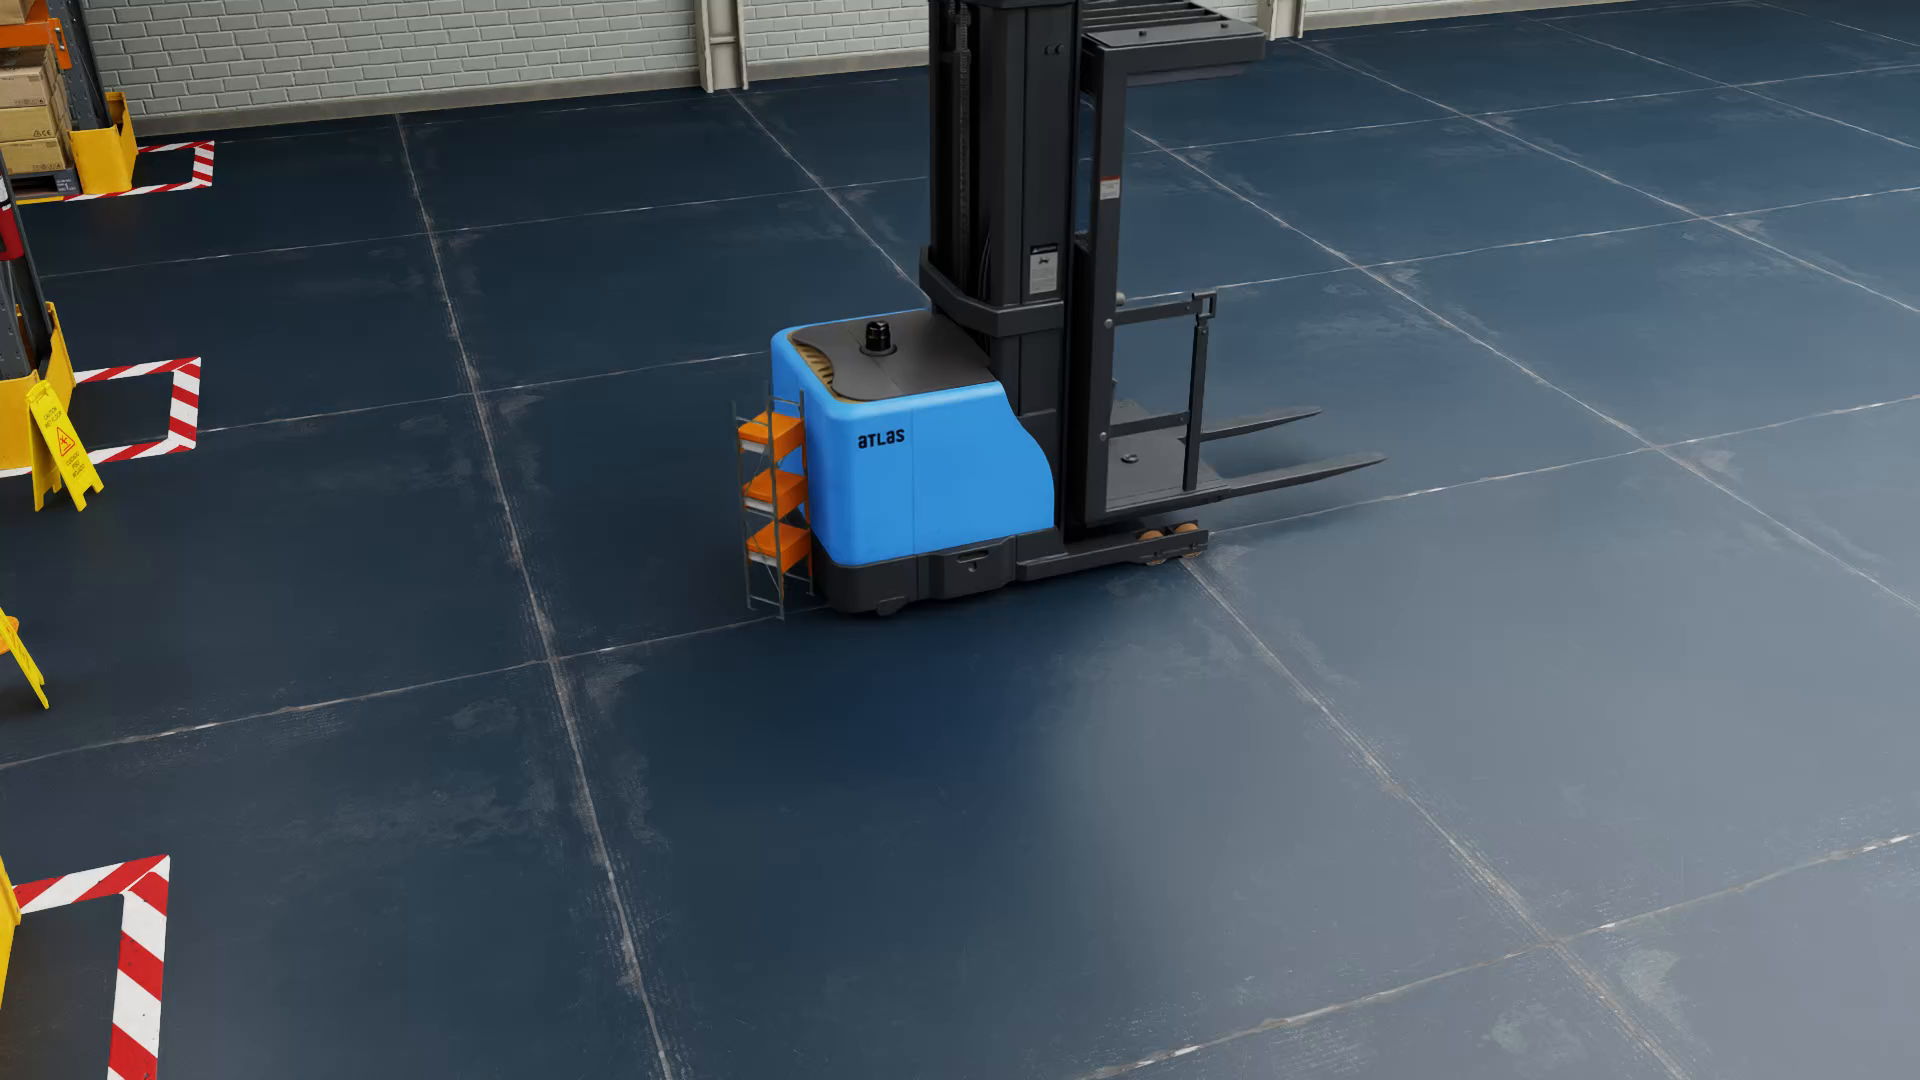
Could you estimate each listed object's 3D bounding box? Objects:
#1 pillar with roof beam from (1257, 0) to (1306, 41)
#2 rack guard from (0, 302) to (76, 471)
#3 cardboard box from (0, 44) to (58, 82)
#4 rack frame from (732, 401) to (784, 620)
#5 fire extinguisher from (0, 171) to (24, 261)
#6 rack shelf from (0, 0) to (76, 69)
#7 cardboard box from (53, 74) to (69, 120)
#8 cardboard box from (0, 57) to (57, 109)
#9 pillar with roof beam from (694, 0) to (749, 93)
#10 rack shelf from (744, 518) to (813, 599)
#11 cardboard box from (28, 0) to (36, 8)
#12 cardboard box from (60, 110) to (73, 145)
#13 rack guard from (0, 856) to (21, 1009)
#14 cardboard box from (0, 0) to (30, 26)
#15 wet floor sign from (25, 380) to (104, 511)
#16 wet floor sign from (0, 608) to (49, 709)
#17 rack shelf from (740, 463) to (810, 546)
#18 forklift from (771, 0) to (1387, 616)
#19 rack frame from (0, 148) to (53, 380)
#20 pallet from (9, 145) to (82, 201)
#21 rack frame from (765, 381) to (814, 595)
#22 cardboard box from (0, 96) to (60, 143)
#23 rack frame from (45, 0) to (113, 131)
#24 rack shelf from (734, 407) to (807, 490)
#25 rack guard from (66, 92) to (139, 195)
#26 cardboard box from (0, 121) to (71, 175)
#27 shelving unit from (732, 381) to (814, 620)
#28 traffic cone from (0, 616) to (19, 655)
[{"bbox_3d":[4.883,-7.259,11.900,0.400,9.000,9.100,-10,31,-18],"label":"pillar with roof beam"},{"bbox_3d":[-5.235,-0.878,9.287,0.348,0.500,1.175,-10,31,-18],"label":"rack guard"},{"bbox_3d":[-7.415,-3.707,13.070,0.500,0.250,0.500,-11,31,-18],"label":"cardboard box"},{"bbox_3d":[-0.894,-0.118,7.394,0.200,1.050,0.008,15,33,25],"label":"rack frame"},{"bbox_3d":[-4.896,-1.750,8.370,0.183,0.674,0.296,-10,31,-18],"label":"fire extinguisher"},{"bbox_3d":[-8.773,-3.622,12.304,4.000,0.370,1.077,-10,31,-18],"label":"rack shelf"},{"bbox_3d":[-7.411,-3.500,13.212,0.500,0.250,0.500,-10,31,-17],"label":"cardboard box"},{"bbox_3d":[-7.221,-3.478,12.668,0.500,0.250,0.500,-9,31,-16],"label":"cardboard box"},{"bbox_3d":[-0.741,-6.223,10.082,0.400,9.000,9.100,-10,31,-18],"label":"pillar with roof beam"},{"bbox_3d":[-0.834,0.081,7.629,0.215,0.259,0.240,15,33,25],"label":"rack shelf"},{"bbox_3d":[-7.459,-4.367,12.783,0.500,0.500,0.500,-9,31,-16],"label":"cardboard box"},{"bbox_3d":[-7.427,-3.274,13.319,0.500,0.250,0.500,-10,31,-17],"label":"cardboard box"},{"bbox_3d":[-3.321,1.383,5.317,0.348,0.500,1.175,-10,31,-18],"label":"rack guard"},{"bbox_3d":[-7.268,-4.117,12.344,0.500,0.500,0.500,-11,32,-19],"label":"cardboard box"},{"bbox_3d":[-4.613,-0.491,8.460,0.232,0.644,0.267,0,30,0],"label":"wet floor sign"},{"bbox_3d":[-4.007,0.401,6.895,0.232,0.644,0.267,-16,33,-26],"label":"wet floor sign"},{"bbox_3d":[-0.834,-0.161,7.492,0.215,0.259,0.240,15,33,25],"label":"rack shelf"},{"bbox_3d":[0.668,-1.381,7.713,3.031,2.935,1.130,-11,32,-19],"label":"forklift"},{"bbox_3d":[-5.164,-1.978,8.691,0.127,3.000,1.000,-10,31,-18],"label":"rack frame"},{"bbox_3d":[-7.600,-2.917,13.157,1.213,0.211,1.003,-10,31,-18],"label":"pallet"},{"bbox_3d":[-0.775,-0.223,7.579,0.200,1.050,0.008,15,33,25],"label":"rack frame"},{"bbox_3d":[-7.245,-3.256,12.783,0.500,0.250,0.500,-11,31,-18],"label":"cardboard box"},{"bbox_3d":[-6.898,-4.280,12.732,0.127,3.000,1.000,-10,31,-18],"label":"rack frame"},{"bbox_3d":[-0.835,-0.408,7.352,0.215,0.259,0.240,15,33,25],"label":"rack shelf"},{"bbox_3d":[-6.876,-3.198,13.358,0.348,0.500,1.175,-10,31,-18],"label":"rack guard"},{"bbox_3d":[-7.229,-3.040,12.909,0.500,0.250,0.500,-10,31,-17],"label":"cardboard box"},{"bbox_3d":[-0.834,-0.170,7.487,0.215,1.050,0.252,15,33,25],"label":"shelving unit"},{"bbox_3d":[-4.411,0.254,7.337,0.334,0.463,0.336,-10,31,-18],"label":"traffic cone"}]
